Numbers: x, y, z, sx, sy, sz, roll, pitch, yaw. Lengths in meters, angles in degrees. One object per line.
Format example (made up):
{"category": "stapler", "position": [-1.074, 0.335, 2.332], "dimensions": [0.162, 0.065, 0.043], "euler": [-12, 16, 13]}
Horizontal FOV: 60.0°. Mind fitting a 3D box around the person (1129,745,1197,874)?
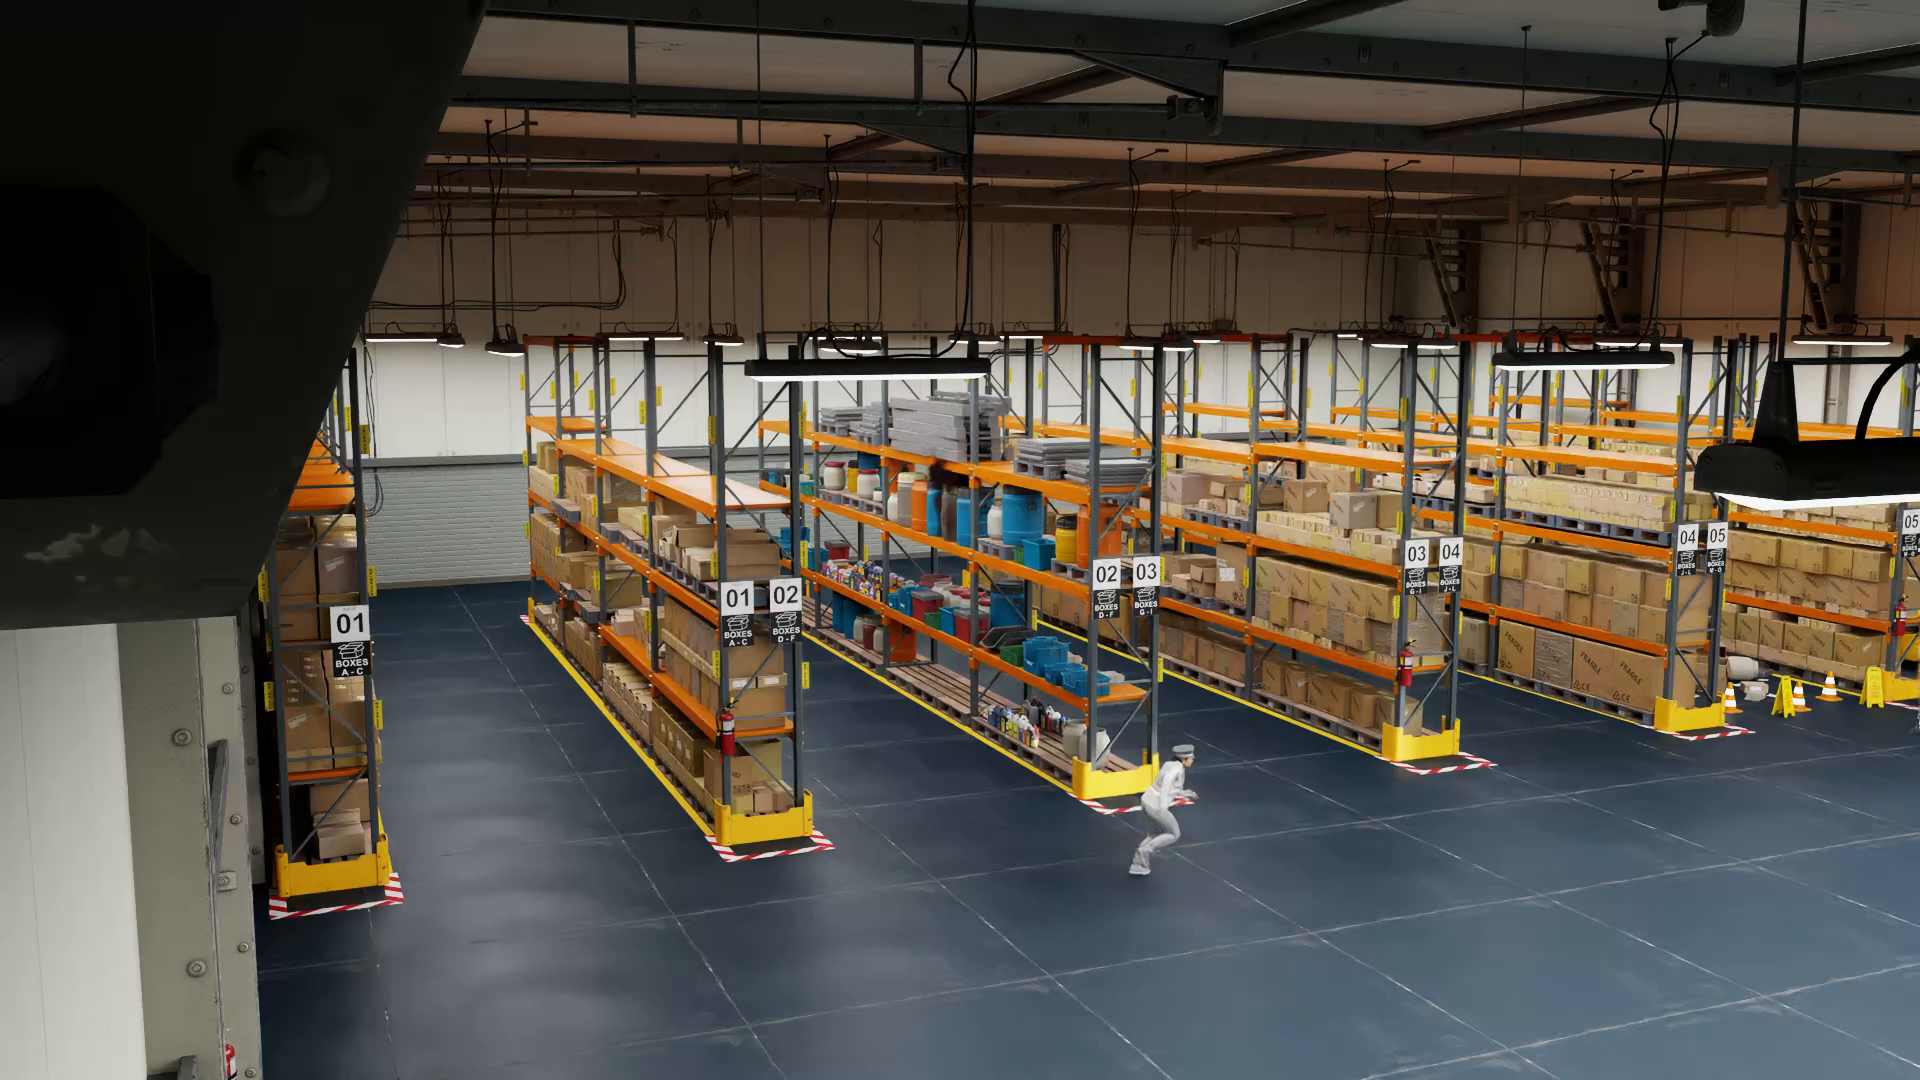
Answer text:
{"category": "person", "position": [2.337, 3.090, 18.922], "dimensions": [0.802, 1.494, 0.645], "euler": [-2, 8, -11]}
